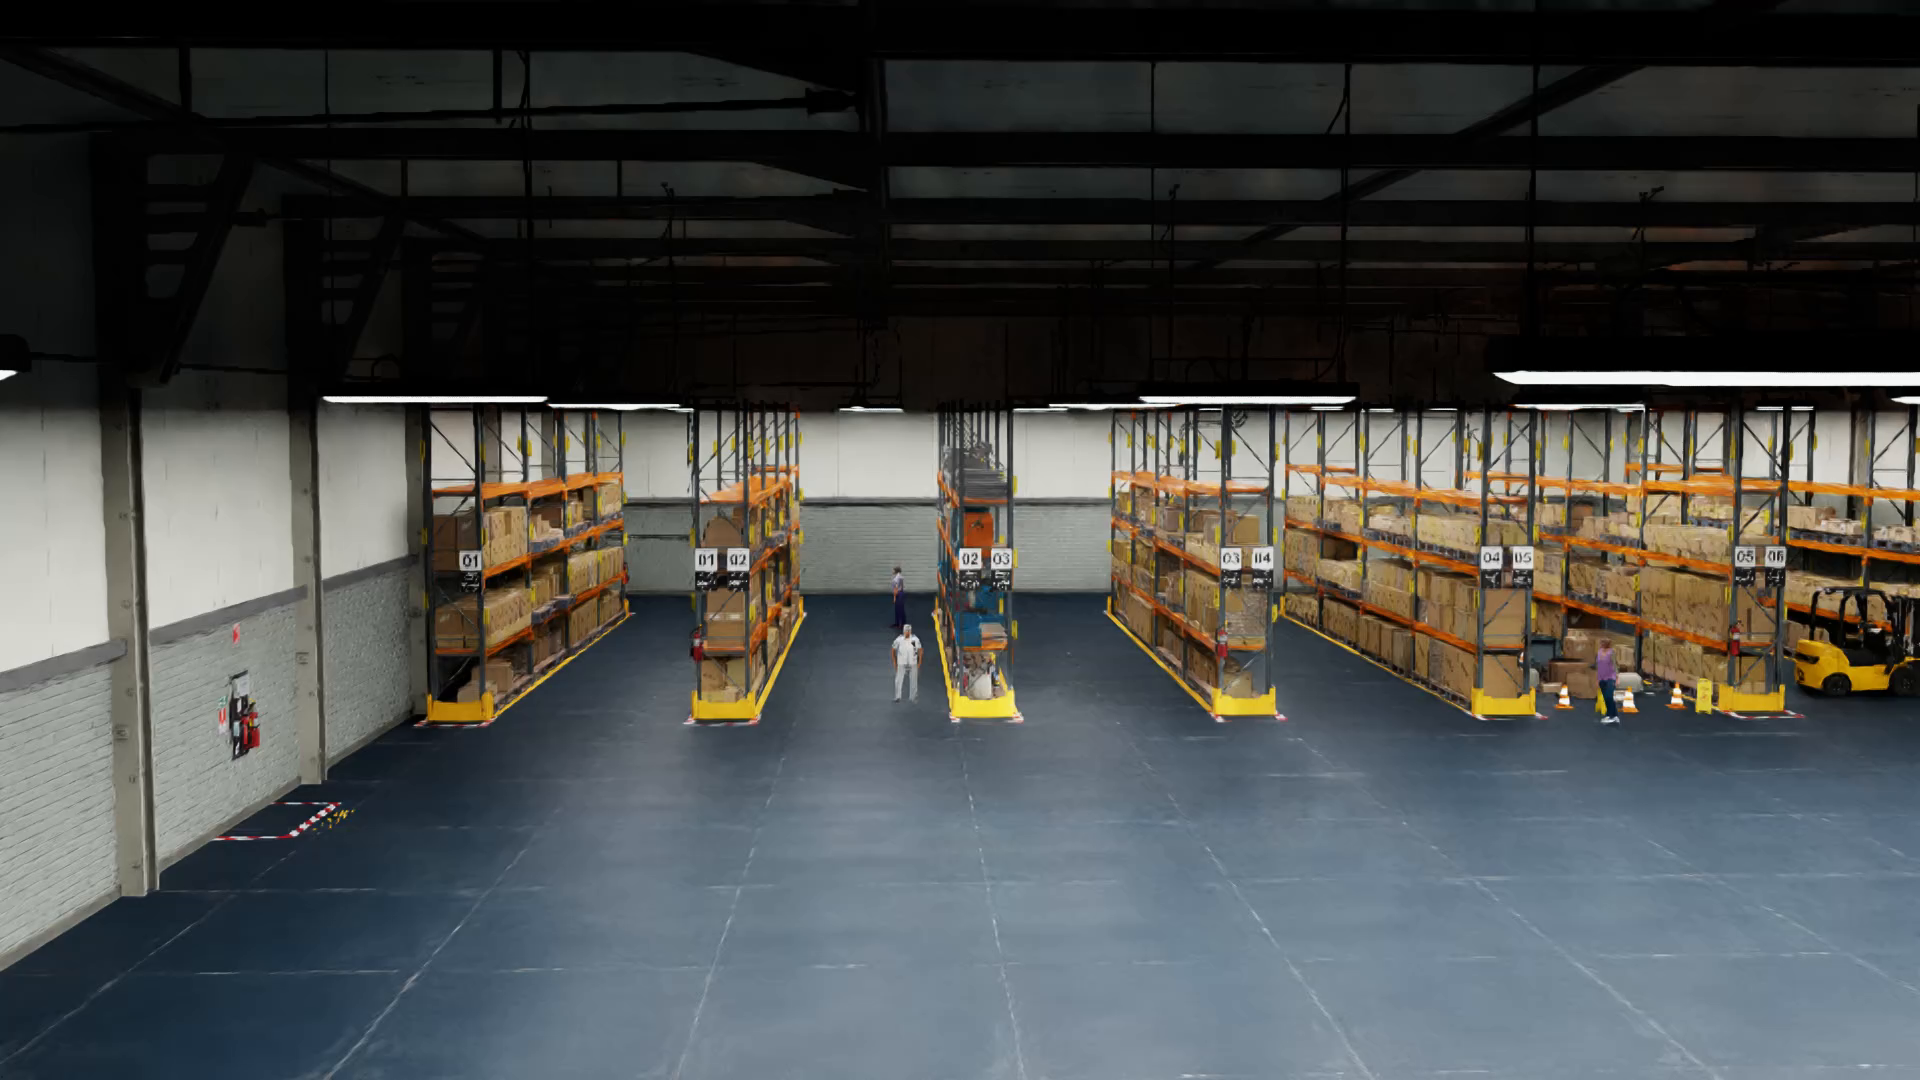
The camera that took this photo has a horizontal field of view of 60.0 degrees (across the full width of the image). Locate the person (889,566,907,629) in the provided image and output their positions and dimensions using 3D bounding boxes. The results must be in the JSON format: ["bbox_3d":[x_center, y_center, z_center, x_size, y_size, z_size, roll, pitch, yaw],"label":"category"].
[{"bbox_3d":[-1.665,1.519,44.401,0.566,1.639,0.636,1,4,11],"label":"person"}]

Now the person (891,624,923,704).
[{"bbox_3d":[-1.044,2.438,32.781,0.626,1.610,0.578,0,4,-4],"label":"person"}]

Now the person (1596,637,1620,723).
[{"bbox_3d":[11.980,2.572,30.739,0.355,1.570,0.498,-3,5,-30],"label":"person"}]
